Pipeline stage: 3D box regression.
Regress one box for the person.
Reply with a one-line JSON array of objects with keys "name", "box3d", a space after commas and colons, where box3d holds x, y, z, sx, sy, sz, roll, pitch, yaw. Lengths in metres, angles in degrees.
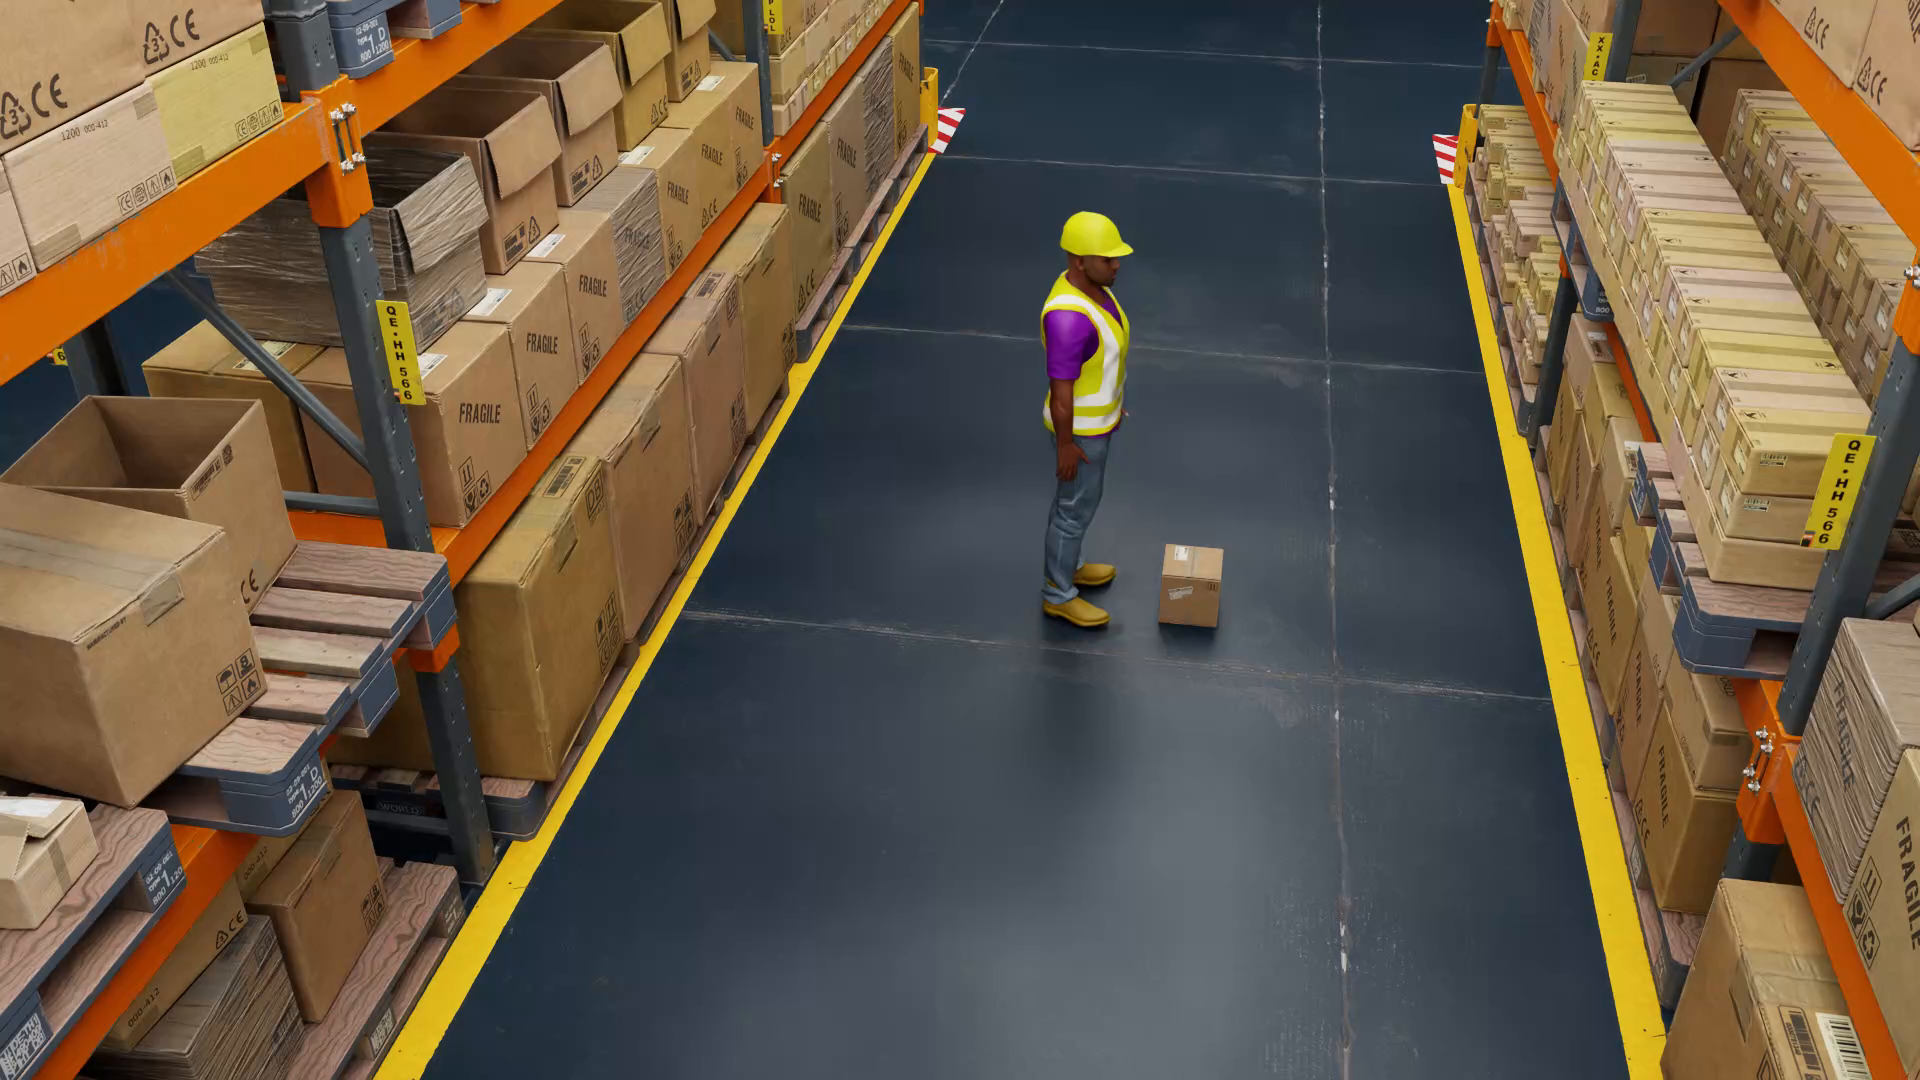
[{"name": "person", "box3d": [0.513, -0.505, 6.881, 0.348, 1.769, 0.579, 6, 33, 10]}]
